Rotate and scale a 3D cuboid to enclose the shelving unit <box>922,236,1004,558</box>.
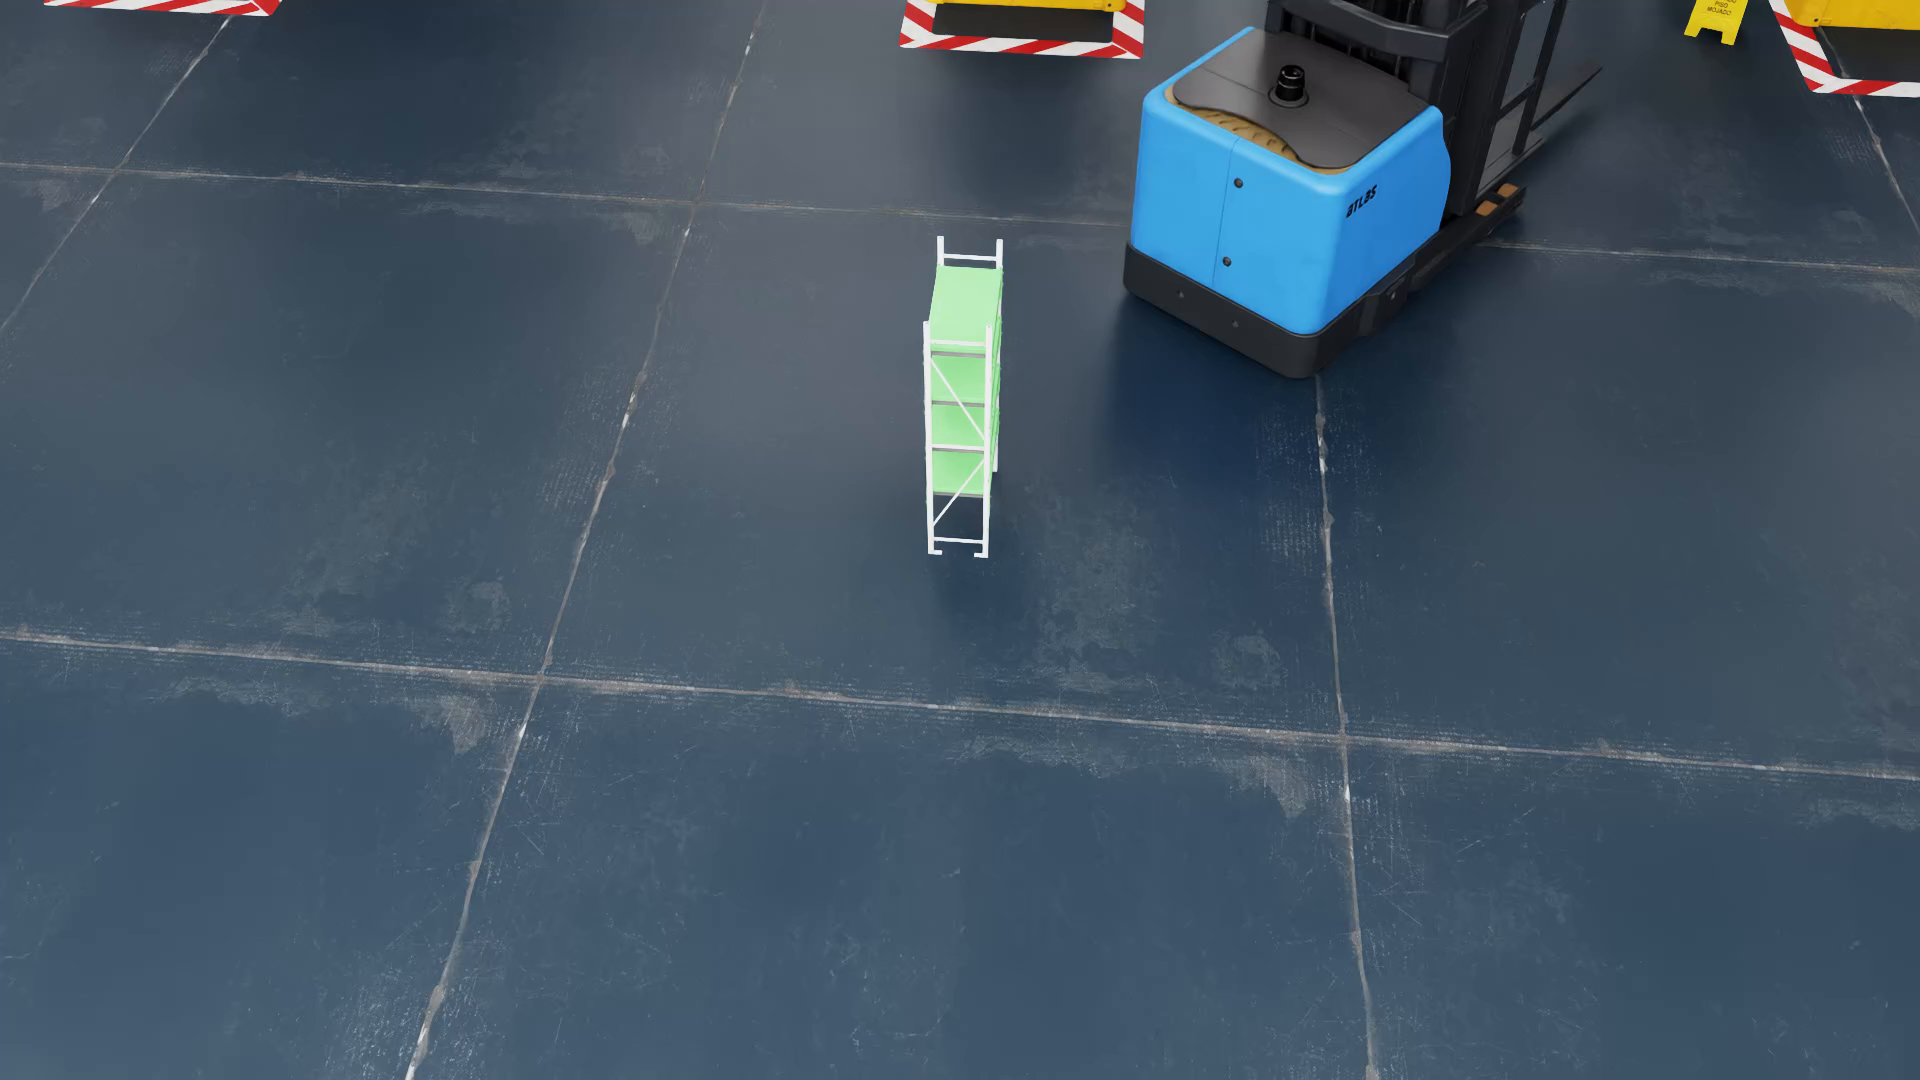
[{"bbox_3d":[0.015,-0.527,6.419,0.258,1.200,0.503,4,48,4],"label":"shelving unit"}]

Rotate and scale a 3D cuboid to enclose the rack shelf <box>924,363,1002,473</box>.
[{"bbox_3d":[0.015,-0.483,6.466,0.258,0.148,0.480,4,48,4],"label":"rack shelf"}]

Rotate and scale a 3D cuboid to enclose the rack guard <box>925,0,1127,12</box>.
[{"bbox_3d":[0.381,-3.352,9.477,1.175,0.500,0.348,4,48,4],"label":"rack guard"}]

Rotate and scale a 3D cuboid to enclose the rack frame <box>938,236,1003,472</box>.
[{"bbox_3d":[0.037,-0.706,6.583,0.240,1.200,0.015,4,48,4],"label":"rack frame"}]

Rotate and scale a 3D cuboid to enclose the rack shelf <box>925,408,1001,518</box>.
[{"bbox_3d":[0.015,-0.321,6.643,0.258,0.148,0.480,4,48,4],"label":"rack shelf"}]

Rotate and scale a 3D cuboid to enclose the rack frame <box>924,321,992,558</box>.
[{"bbox_3d":[-0.007,-0.347,6.255,0.240,1.200,0.015,4,48,4],"label":"rack frame"}]

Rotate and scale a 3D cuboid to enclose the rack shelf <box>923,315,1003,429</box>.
[{"bbox_3d":[0.015,-0.645,6.289,0.258,0.148,0.480,4,48,4],"label":"rack shelf"}]

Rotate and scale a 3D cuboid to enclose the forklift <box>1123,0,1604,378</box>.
[{"bbox_3d":[2.125,-2.702,7.235,1.130,2.935,3.031,34,56,27],"label":"forklift"}]

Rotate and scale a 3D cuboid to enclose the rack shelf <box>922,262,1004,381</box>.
[{"bbox_3d":[0.015,-0.807,6.111,0.258,0.148,0.480,4,48,4],"label":"rack shelf"}]

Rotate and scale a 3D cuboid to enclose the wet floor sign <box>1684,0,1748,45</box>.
[{"bbox_3d":[4.239,-3.093,9.141,0.267,0.644,0.232,19,50,17],"label":"wet floor sign"}]

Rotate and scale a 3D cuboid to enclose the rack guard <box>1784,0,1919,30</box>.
[{"bbox_3d":[5.328,-3.167,9.308,1.175,0.500,0.348,4,48,4],"label":"rack guard"}]
